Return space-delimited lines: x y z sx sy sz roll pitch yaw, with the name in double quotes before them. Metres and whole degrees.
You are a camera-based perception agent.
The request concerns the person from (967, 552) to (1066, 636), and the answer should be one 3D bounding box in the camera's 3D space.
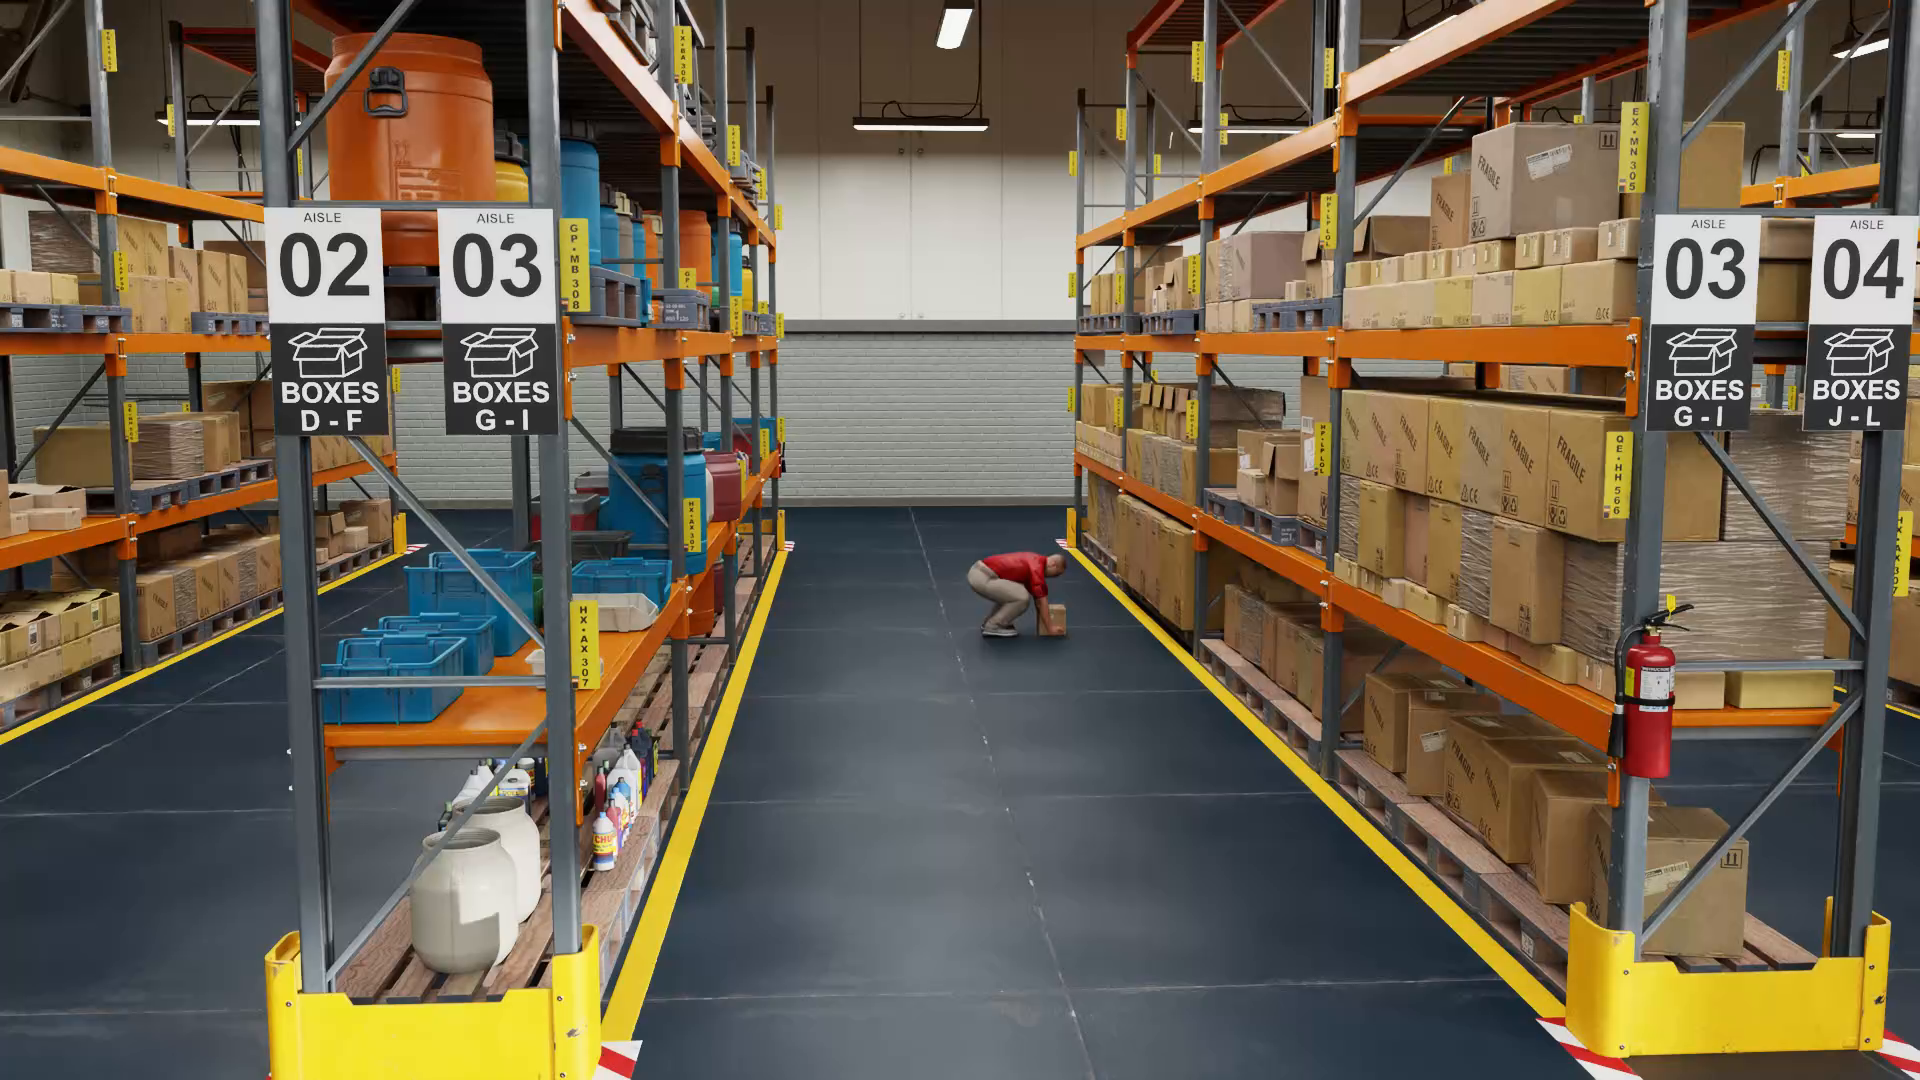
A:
"person" 0.572 0.510 15.667 0.878 0.791 0.531 -1 7 -5
